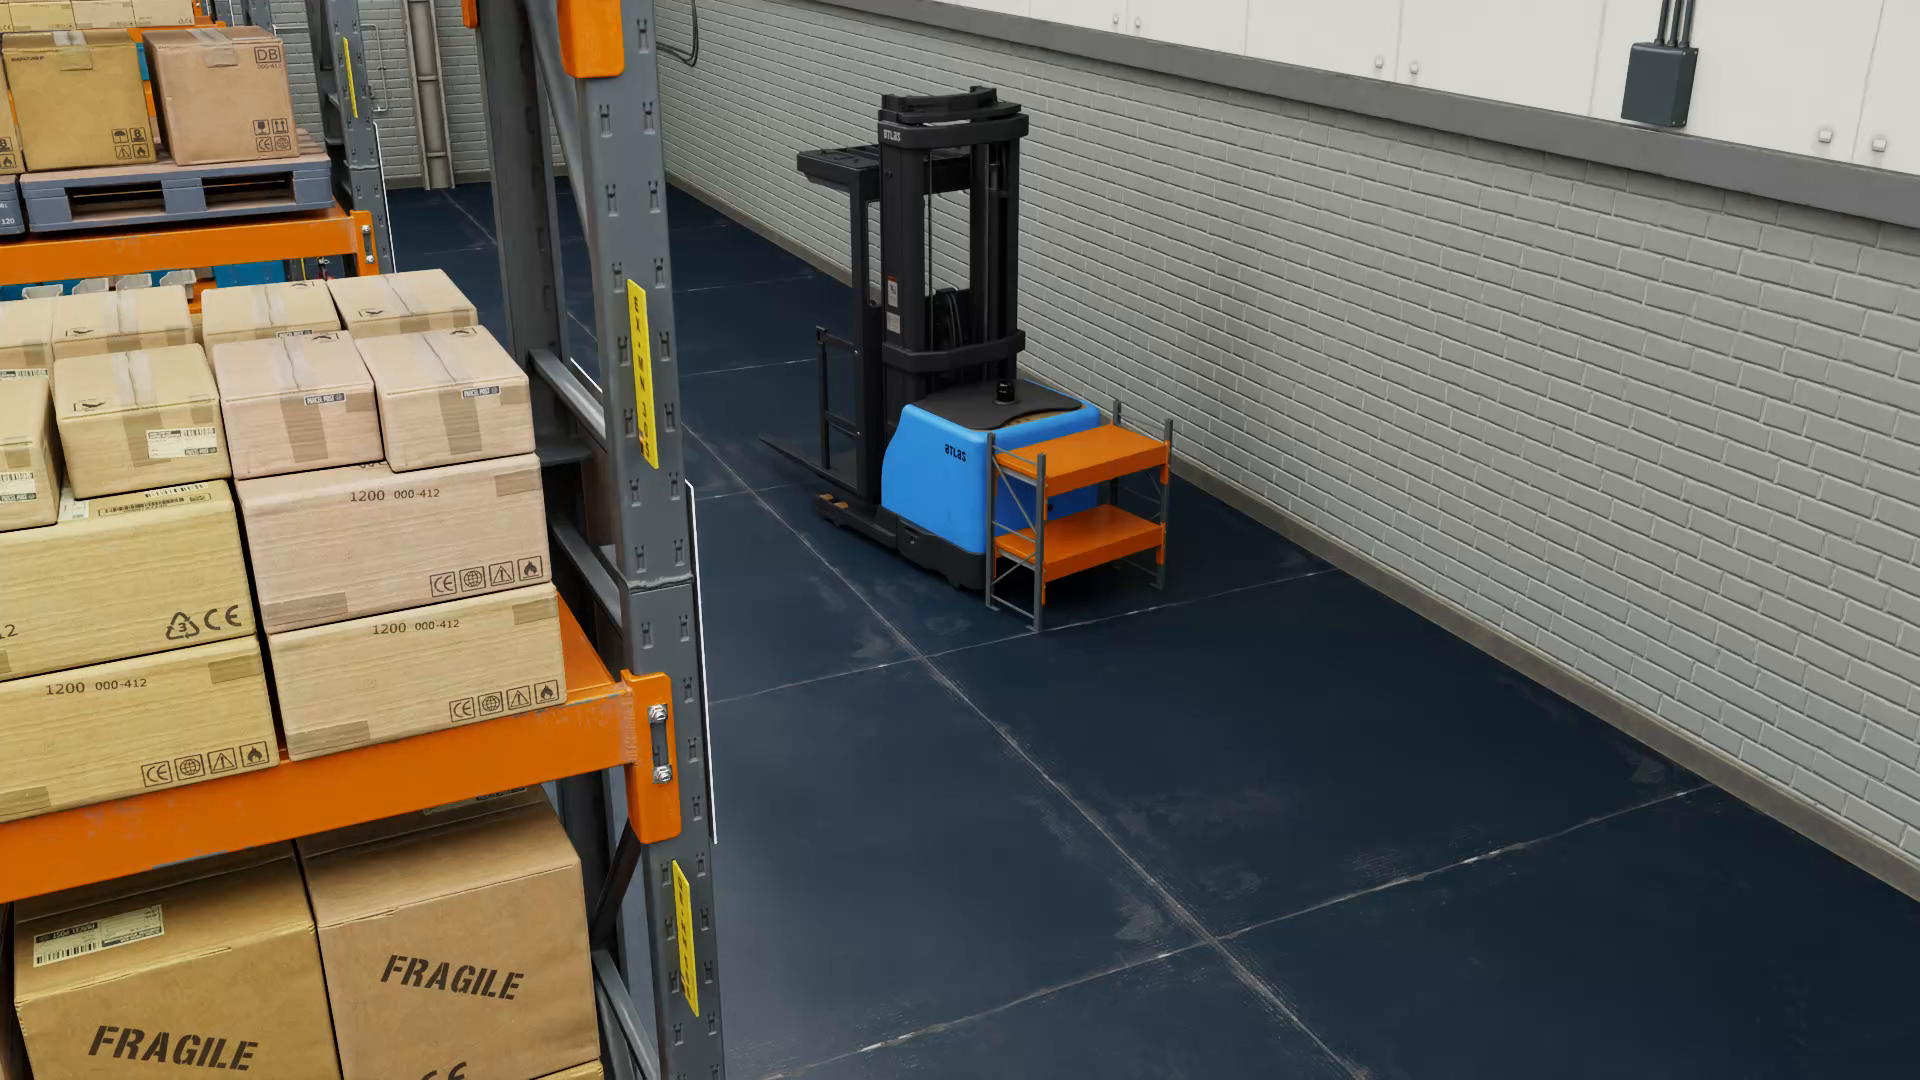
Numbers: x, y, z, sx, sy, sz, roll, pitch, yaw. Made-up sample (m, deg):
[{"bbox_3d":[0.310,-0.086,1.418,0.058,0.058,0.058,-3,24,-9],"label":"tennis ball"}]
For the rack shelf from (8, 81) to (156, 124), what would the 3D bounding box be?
[{"bbox_3d":[-6.797,-2.848,11.227,4.000,0.370,1.077,-10,25,-24],"label":"rack shelf"}]

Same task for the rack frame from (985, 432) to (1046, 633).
[{"bbox_3d":[0.325,-0.042,9.878,0.032,1.125,0.500,-17,28,-35],"label":"rack frame"}]

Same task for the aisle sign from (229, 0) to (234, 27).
[{"bbox_3d":[-6.946,-4.941,15.865,0.004,0.787,0.394,-10,25,-24],"label":"aisle sign"}]

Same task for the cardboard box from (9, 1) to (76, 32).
[{"bbox_3d":[-8.389,-4.808,15.217,0.500,0.250,0.500,-10,25,-24],"label":"cardboard box"}]

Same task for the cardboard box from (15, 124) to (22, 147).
[{"bbox_3d":[-8.804,-3.917,15.352,0.500,0.500,0.500,-10,24,-22],"label":"cardboard box"}]

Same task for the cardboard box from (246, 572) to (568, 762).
[{"bbox_3d":[-1.082,0.157,3.223,0.500,0.250,0.500,-11,25,-25],"label":"cardboard box"}]

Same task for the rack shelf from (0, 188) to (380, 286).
[{"bbox_3d":[-4.649,-1.141,7.103,4.000,0.370,1.077,-10,25,-24],"label":"rack shelf"}]

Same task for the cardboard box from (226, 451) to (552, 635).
[{"bbox_3d":[-1.091,-0.077,3.134,0.500,0.250,0.500,-11,25,-25],"label":"cardboard box"}]

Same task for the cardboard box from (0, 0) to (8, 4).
[{"bbox_3d":[-8.842,-4.958,14.927,0.500,0.250,0.500,-10,25,-24],"label":"cardboard box"}]

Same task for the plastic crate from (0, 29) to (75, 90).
[{"bbox_3d":[-6.491,-3.325,11.519,0.767,0.338,0.504,-10,25,-24],"label":"plastic crate"}]

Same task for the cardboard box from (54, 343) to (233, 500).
[{"bbox_3d":[-1.455,-0.219,2.955,0.250,0.149,0.380,-11,25,-25],"label":"cardboard box"}]

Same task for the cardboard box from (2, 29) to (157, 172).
[{"bbox_3d":[-3.851,-1.935,7.270,0.500,0.500,0.700,-11,25,-26],"label":"cardboard box"}]

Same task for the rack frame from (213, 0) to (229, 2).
[{"bbox_3d":[-7.140,-6.606,15.442,0.127,3.000,1.000,-10,25,-24],"label":"rack frame"}]

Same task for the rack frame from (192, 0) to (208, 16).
[{"bbox_3d":[-9.292,-5.540,20.713,0.127,3.000,1.000,-10,25,-24],"label":"rack frame"}]

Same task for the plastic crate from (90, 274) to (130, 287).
[{"bbox_3d":[-6.296,-1.967,12.347,0.298,0.136,0.250,-10,25,-24],"label":"plastic crate"}]

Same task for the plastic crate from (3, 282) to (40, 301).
[{"bbox_3d":[-6.817,-1.881,12.012,0.300,0.233,0.416,-10,25,-24],"label":"plastic crate"}]

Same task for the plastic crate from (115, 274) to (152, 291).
[{"bbox_3d":[-5.919,-1.791,11.922,0.243,0.136,0.396,-10,25,-24],"label":"plastic crate"}]

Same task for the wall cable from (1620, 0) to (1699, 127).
[{"bbox_3d":[3.743,-4.428,5.975,0.120,5.999,2.277,-10,25,-24],"label":"wall cable"}]

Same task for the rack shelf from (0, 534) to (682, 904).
[{"bbox_3d":[-2.589,0.585,2.933,4.000,0.370,1.077,-10,25,-24],"label":"rack shelf"}]

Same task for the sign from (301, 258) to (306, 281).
[{"bbox_3d":[-4.742,-2.015,11.982,0.005,0.325,0.100,-10,25,-24],"label":"sign"}]

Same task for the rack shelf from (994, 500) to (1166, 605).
[{"bbox_3d":[0.725,0.064,10.262,1.000,0.278,0.538,-17,28,-35],"label":"rack shelf"}]

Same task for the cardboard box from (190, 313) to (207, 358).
[{"bbox_3d":[-3.847,-0.764,8.001,0.500,0.500,0.500,-11,25,-25],"label":"cardboard box"}]

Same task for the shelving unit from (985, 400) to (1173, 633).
[{"bbox_3d":[0.725,-0.162,10.168,1.048,1.125,0.538,-17,28,-35],"label":"shelving unit"}]

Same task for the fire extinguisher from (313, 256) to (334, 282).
[{"bbox_3d":[-4.662,-1.787,12.233,0.183,0.674,0.296,-10,25,-24],"label":"fire extinguisher"}]

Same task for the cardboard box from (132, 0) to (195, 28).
[{"bbox_3d":[-7.488,-4.974,15.619,0.500,0.250,0.500,-10,25,-24],"label":"cardboard box"}]

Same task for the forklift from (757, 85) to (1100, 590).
[{"bbox_3d":[-0.372,-1.549,11.160,1.130,2.935,3.031,-16,27,-33],"label":"forklift"}]

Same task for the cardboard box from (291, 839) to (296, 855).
[{"bbox_3d":[-1.758,0.730,3.737,0.500,0.500,0.500,-10,24,-22],"label":"cardboard box"}]

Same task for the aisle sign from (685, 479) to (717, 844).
[{"bbox_3d":[-0.591,0.197,3.453,0.004,0.787,0.394,-10,25,-24],"label":"aisle sign"}]

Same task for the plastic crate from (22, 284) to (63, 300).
[{"bbox_3d":[-6.418,-1.681,11.656,0.250,0.136,0.298,-10,25,-24],"label":"plastic crate"}]

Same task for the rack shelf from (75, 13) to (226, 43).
[{"bbox_3d":[-8.942,-4.556,15.352,4.000,0.370,1.077,-10,25,-24],"label":"rack shelf"}]

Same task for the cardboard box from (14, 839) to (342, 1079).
[{"bbox_3d":[-1.548,0.907,3.310,0.500,0.500,0.500,-11,25,-25],"label":"cardboard box"}]

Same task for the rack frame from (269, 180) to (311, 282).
[{"bbox_3d":[-4.995,-2.126,12.464,0.127,3.000,1.000,-10,25,-24],"label":"rack frame"}]

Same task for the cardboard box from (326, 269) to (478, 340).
[{"bbox_3d":[-1.177,-0.450,3.514,0.250,0.149,0.380,-11,25,-24],"label":"cardboard box"}]

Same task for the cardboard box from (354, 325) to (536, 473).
[{"bbox_3d":[-0.959,-0.269,3.076,0.250,0.149,0.380,-11,25,-24],"label":"cardboard box"}]

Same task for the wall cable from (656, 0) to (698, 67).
[{"bbox_3d":[-4.040,-7.693,22.128,0.112,2.526,3.097,-10,25,-24],"label":"wall cable"}]

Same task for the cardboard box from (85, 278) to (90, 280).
[{"bbox_3d":[-8.392,-2.444,16.253,0.500,0.250,0.500,-10,25,-24],"label":"cardboard box"}]

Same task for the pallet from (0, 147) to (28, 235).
[{"bbox_3d":[-4.612,-1.434,6.986,1.213,0.211,1.003,-10,25,-24],"label":"pallet"}]

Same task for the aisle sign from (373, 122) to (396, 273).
[{"bbox_3d":[-2.652,-1.529,7.623,0.004,0.787,0.394,-10,25,-24],"label":"aisle sign"}]

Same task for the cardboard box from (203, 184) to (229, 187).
[{"bbox_3d":[-7.425,-3.712,16.165,0.500,0.500,0.500,-10,24,-22],"label":"cardboard box"}]

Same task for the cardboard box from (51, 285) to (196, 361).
[{"bbox_3d":[-1.691,-0.394,3.379,0.250,0.149,0.380,-10,25,-24],"label":"cardboard box"}]

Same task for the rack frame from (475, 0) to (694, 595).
[{"bbox_3d":[-0.787,-1.465,3.024,0.127,3.000,1.000,-10,25,-24],"label":"rack frame"}]

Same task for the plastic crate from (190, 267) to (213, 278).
[{"bbox_3d":[-5.685,-2.080,12.619,0.298,0.136,0.250,-10,25,-24],"label":"plastic crate"}]

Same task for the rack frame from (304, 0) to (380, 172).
[{"bbox_3d":[-2.847,-3.191,7.193,0.127,3.000,1.000,-10,25,-24],"label":"rack frame"}]

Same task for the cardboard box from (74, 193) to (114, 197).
[{"bbox_3d":[-8.343,-3.544,15.758,0.500,0.500,0.500,-10,25,-23],"label":"cardboard box"}]

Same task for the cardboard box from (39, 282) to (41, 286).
[{"bbox_3d":[-9.053,-2.534,16.137,0.637,0.503,0.797,-10,25,-24],"label":"cardboard box"}]

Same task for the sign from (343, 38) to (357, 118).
[{"bbox_3d":[-2.624,-1.988,7.156,0.005,0.325,0.100,-10,25,-24],"label":"sign"}]
